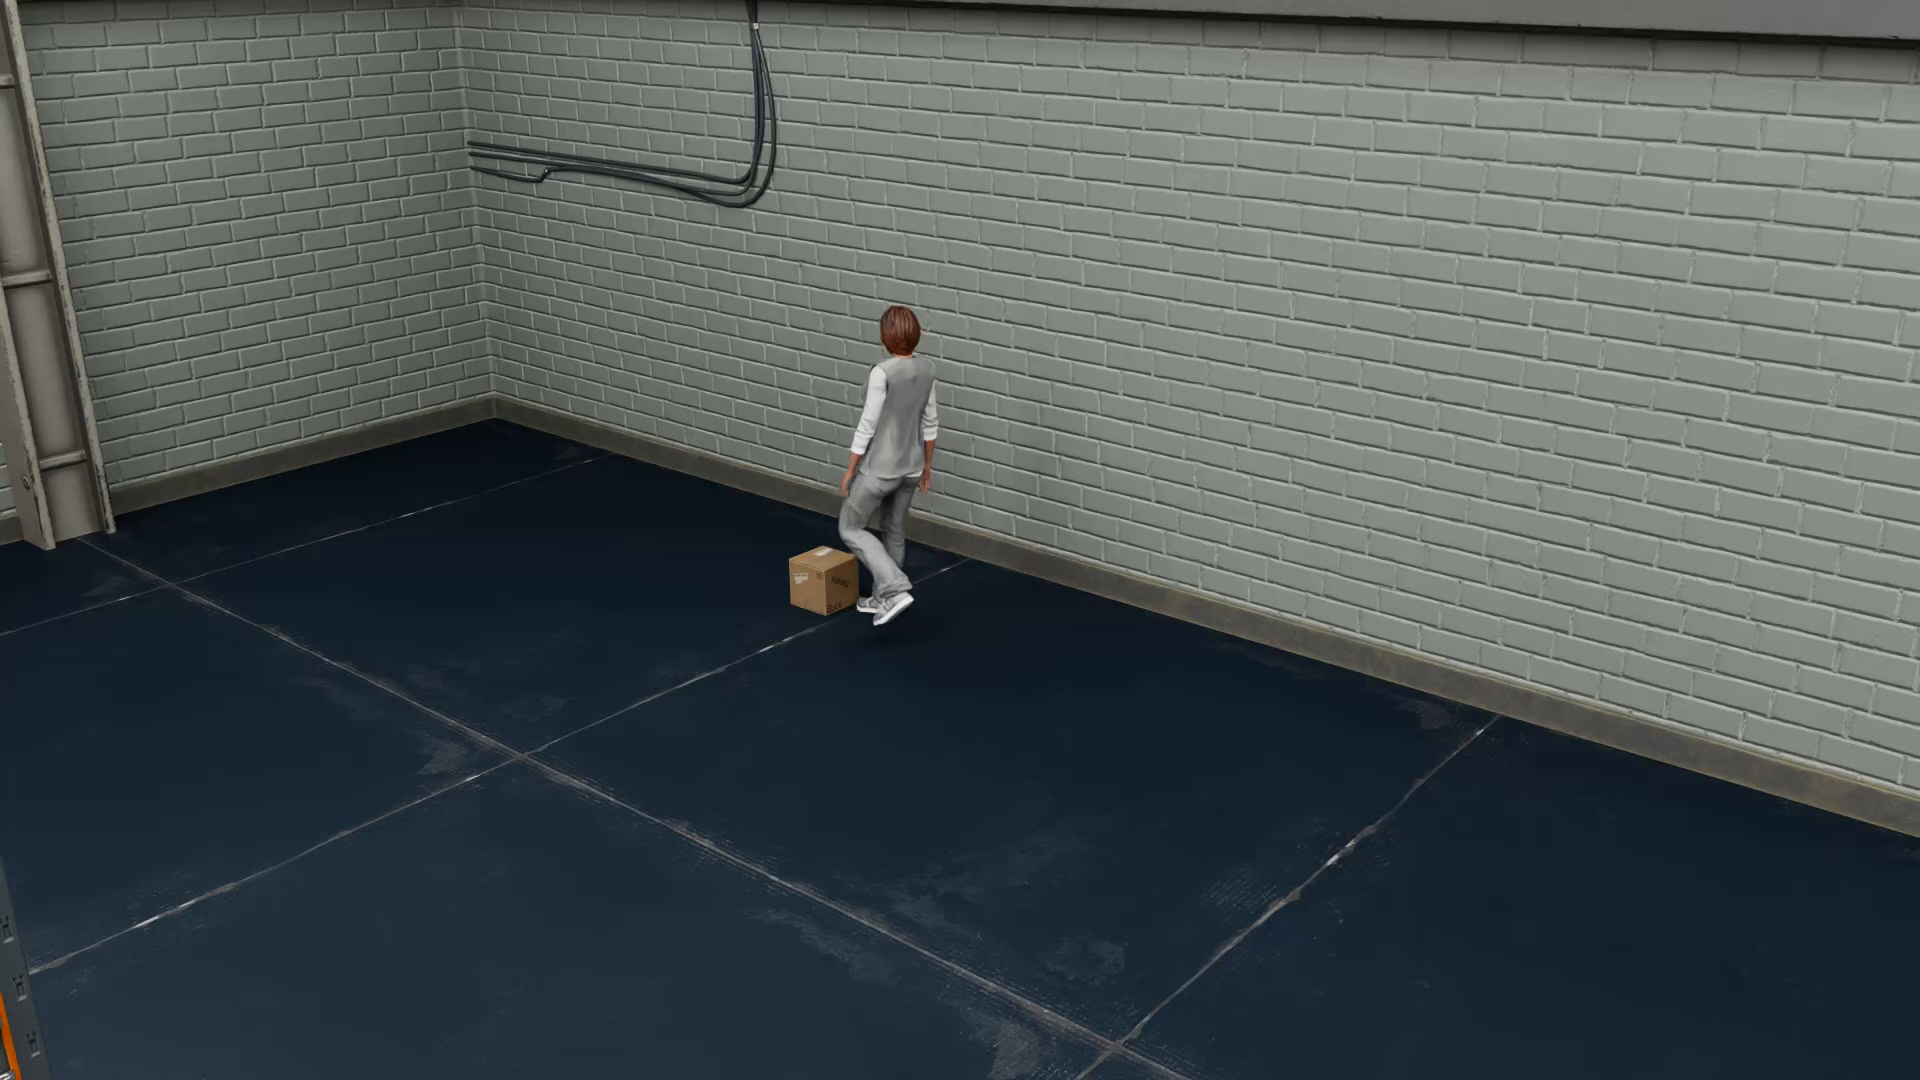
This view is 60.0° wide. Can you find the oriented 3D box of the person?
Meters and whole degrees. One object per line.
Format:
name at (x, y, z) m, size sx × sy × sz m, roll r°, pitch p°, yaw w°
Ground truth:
person at (-0.349, -0.323, 7.954) m, size 0.599 × 1.601 × 0.467 m, roll 19°, pitch 28°, yaw 41°
